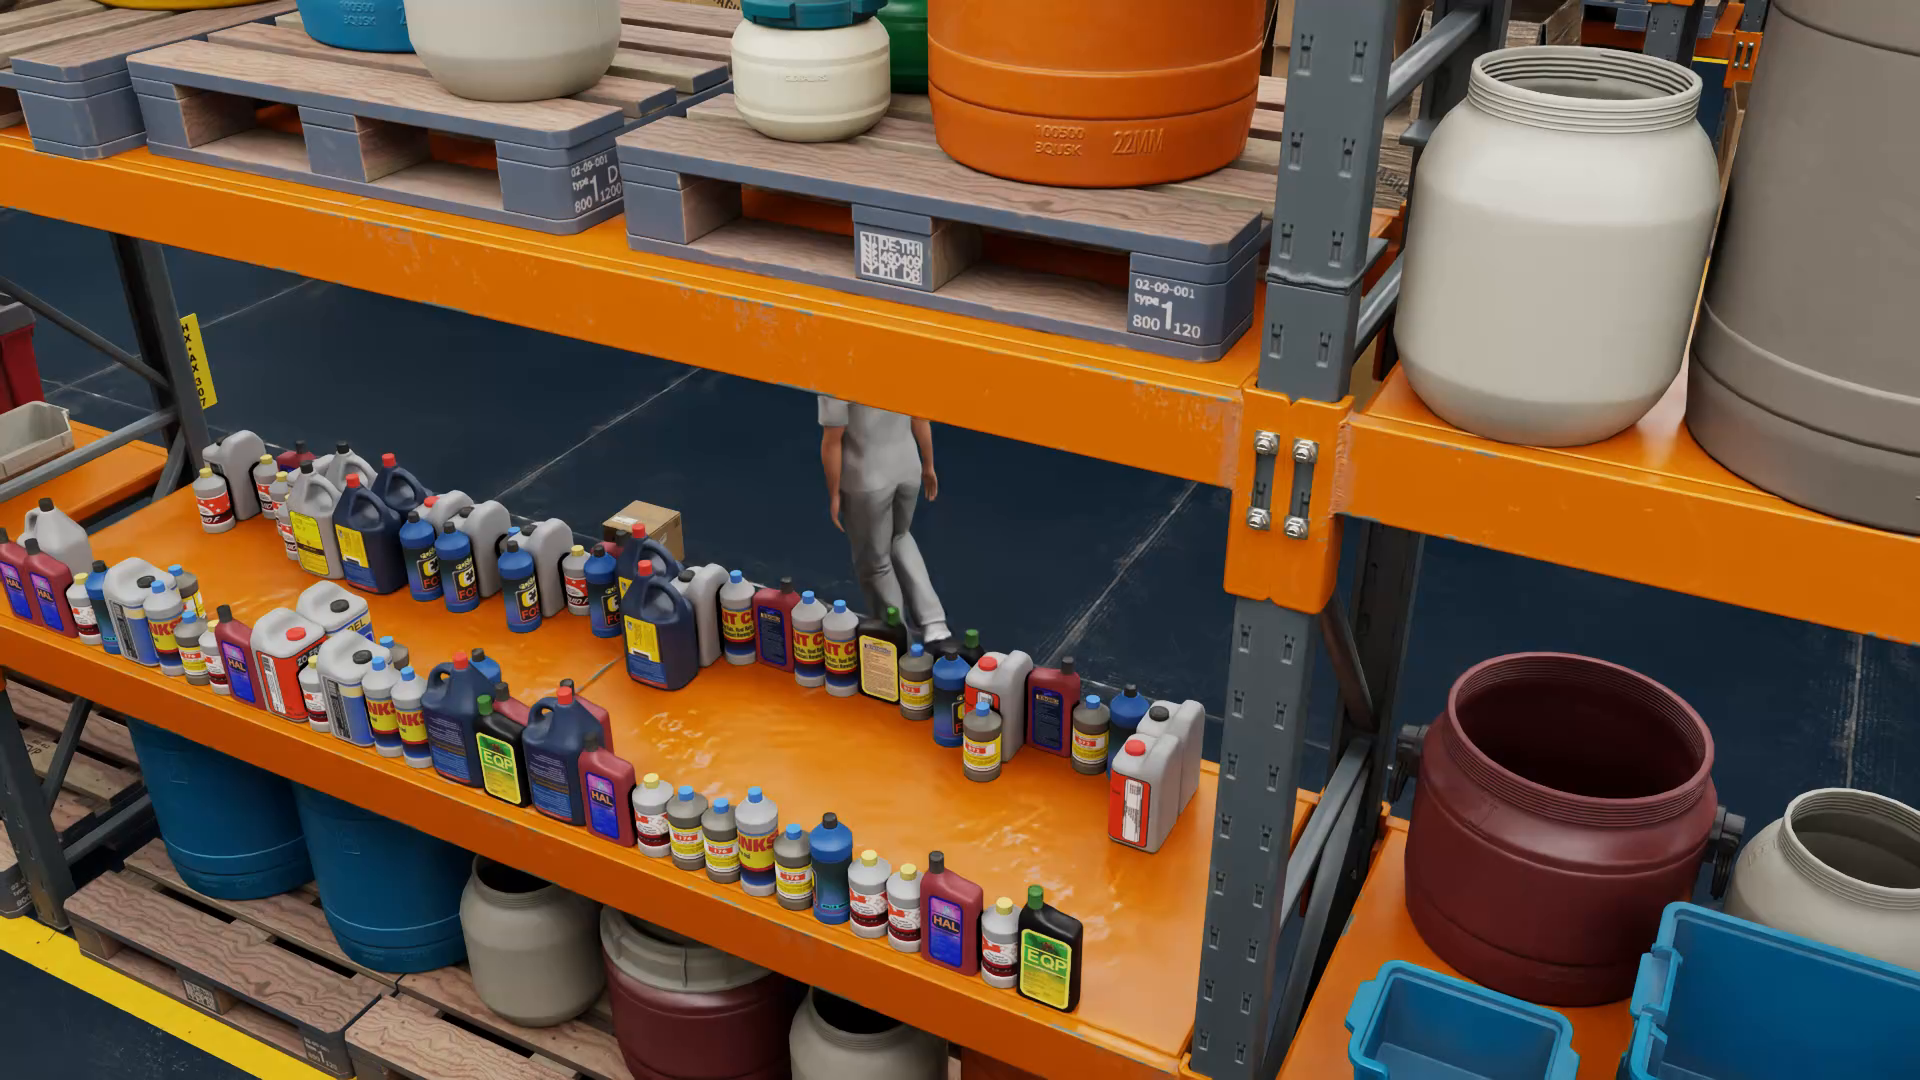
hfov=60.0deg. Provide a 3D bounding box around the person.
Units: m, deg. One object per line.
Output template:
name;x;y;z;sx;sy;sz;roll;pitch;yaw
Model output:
person;-0.290;-0.201;6.462;0.502;1.663;0.485;-21;36;-32
